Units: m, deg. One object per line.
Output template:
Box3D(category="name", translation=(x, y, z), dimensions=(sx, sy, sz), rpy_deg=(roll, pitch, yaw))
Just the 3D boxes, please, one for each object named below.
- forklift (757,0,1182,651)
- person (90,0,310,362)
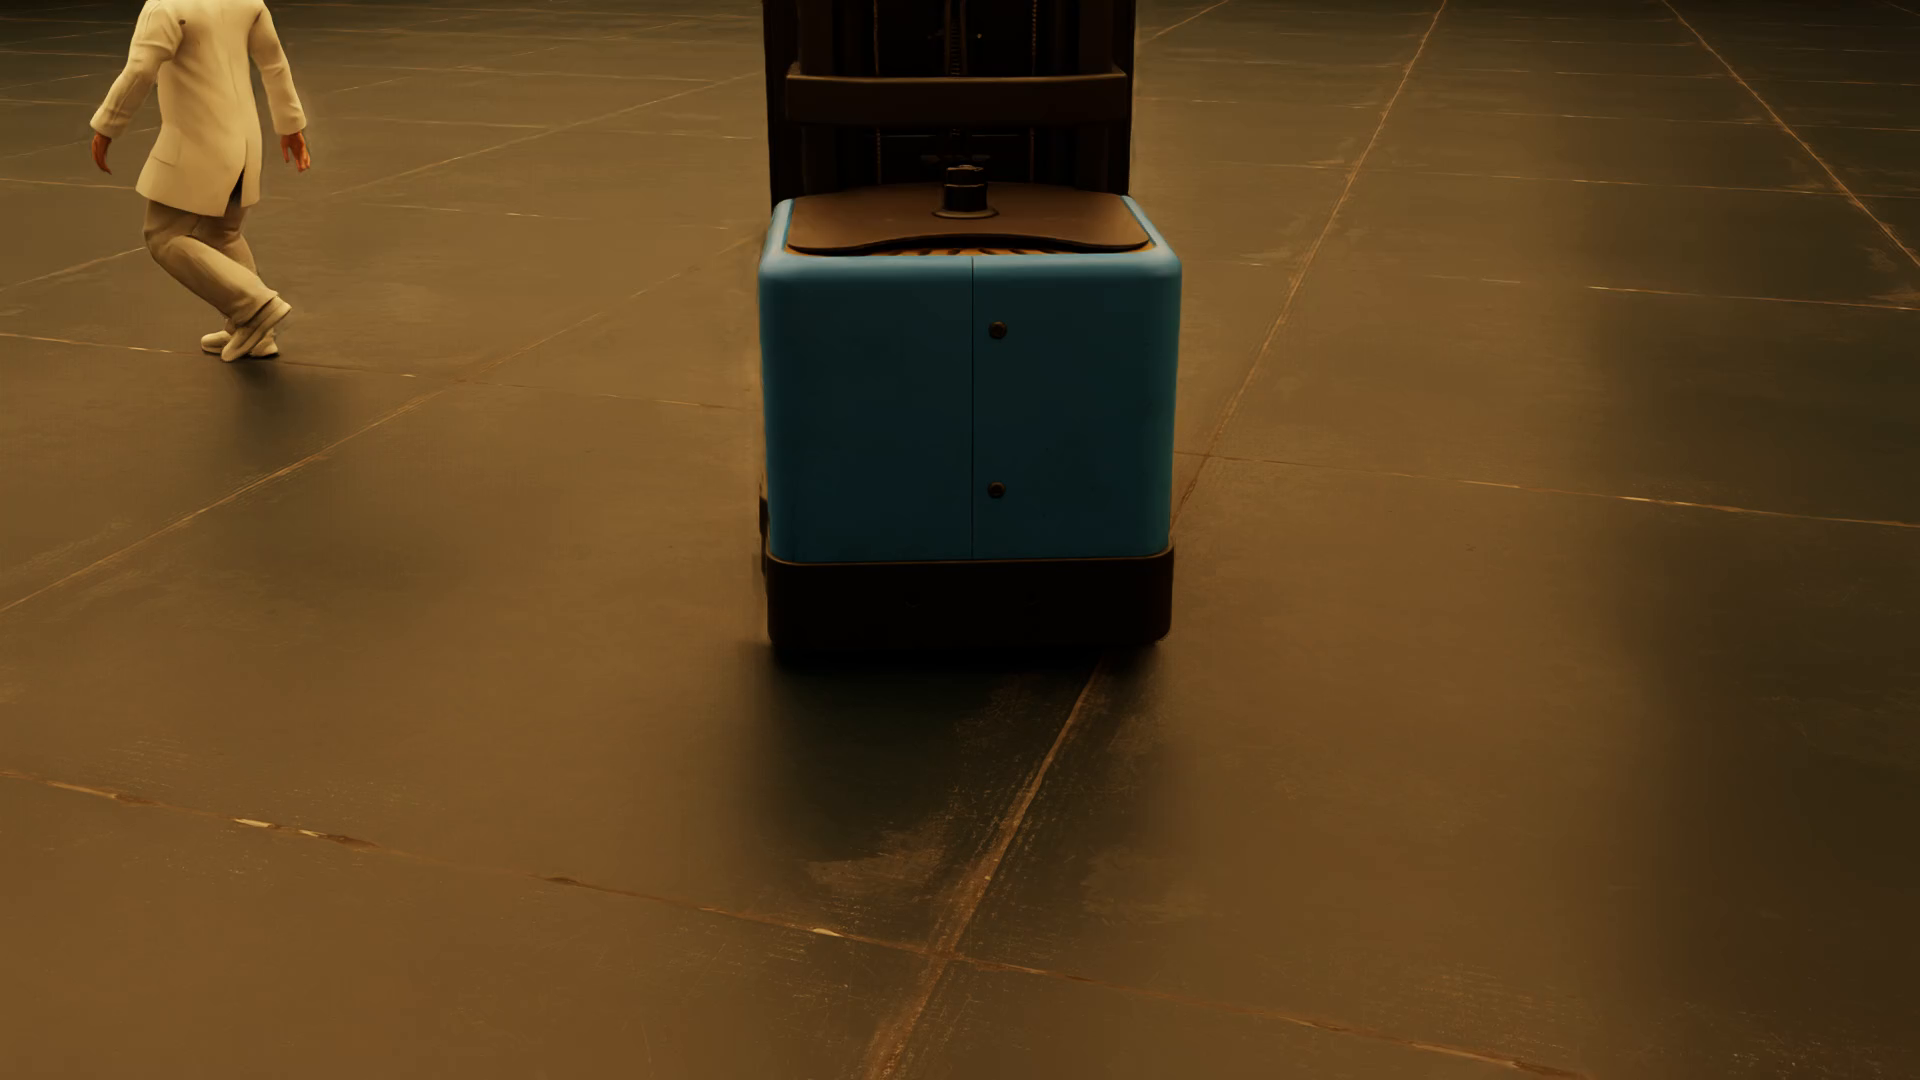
Box3D(category="forklift", translation=(-0.044, -1.589, 5.129), dimensions=(1.130, 2.935, 3.031), rpy_deg=(-1, 22, -3))
Box3D(category="person", translation=(-2.961, -1.565, 6.611), dimensions=(0.597, 1.760, 0.826), rpy_deg=(5, 23, 12))
